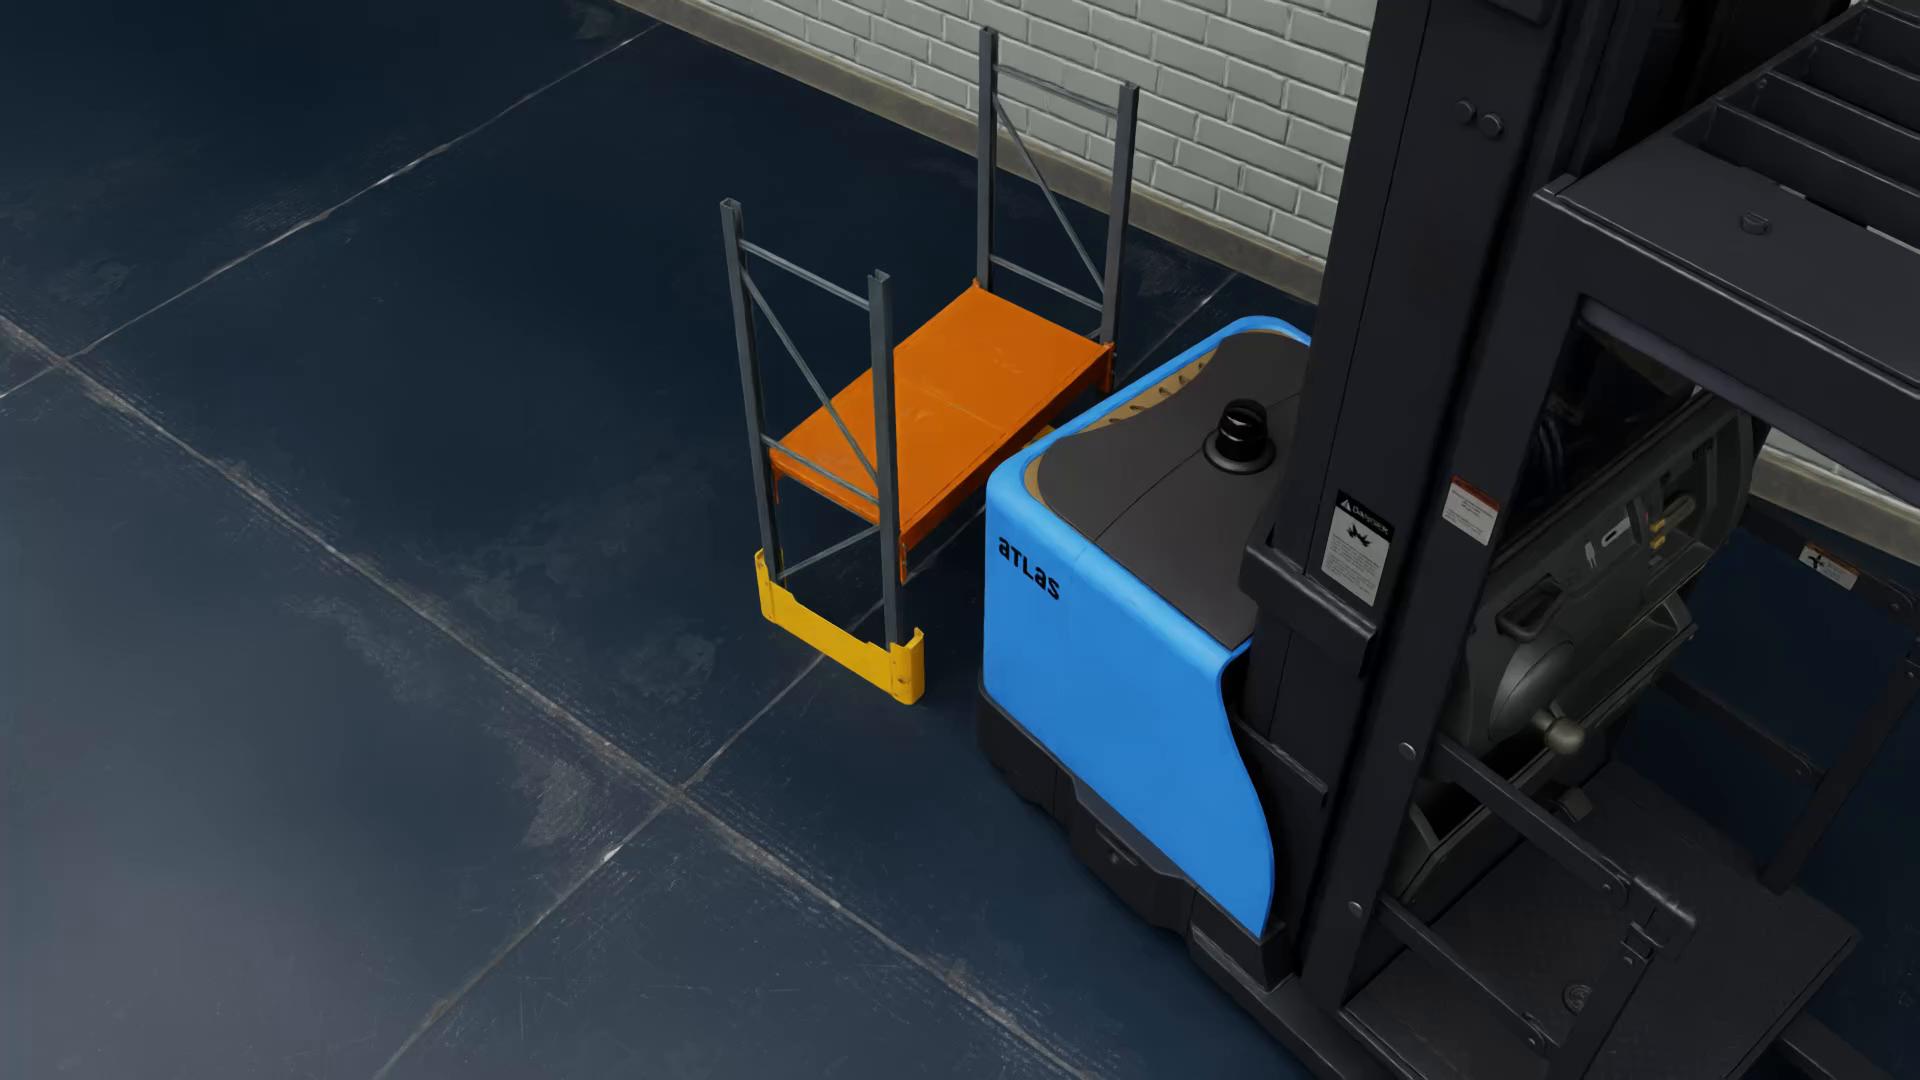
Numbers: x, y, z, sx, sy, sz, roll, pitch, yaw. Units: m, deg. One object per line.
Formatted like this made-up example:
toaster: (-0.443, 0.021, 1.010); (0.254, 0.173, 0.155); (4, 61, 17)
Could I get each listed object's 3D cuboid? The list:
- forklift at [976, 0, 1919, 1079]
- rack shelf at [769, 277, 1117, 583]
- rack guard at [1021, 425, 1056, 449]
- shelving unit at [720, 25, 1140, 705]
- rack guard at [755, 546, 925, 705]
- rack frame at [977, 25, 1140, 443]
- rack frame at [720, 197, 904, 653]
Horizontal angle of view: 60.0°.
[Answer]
forklift: (1.389, 0.150, 3.080); (1.130, 2.935, 3.031); (-32, 54, -27)
rack shelf: (-0.052, -0.345, 4.791); (0.538, 0.185, 1.000); (29, 53, 25)
rack guard: (0.258, -0.328, 5.390); (0.587, 0.250, 0.087); (29, 53, 25)
shelving unit: (-0.047, -0.474, 4.666); (0.587, 1.500, 1.083); (29, 53, 25)
rack guard: (-0.351, 0.242, 4.846); (0.587, 0.250, 0.087); (29, 53, 25)
rack frame: (0.259, -0.760, 4.939); (0.500, 1.500, 0.032); (29, 53, 25)
rack frame: (-0.363, -0.178, 4.383); (0.500, 1.500, 0.032); (29, 53, 25)
